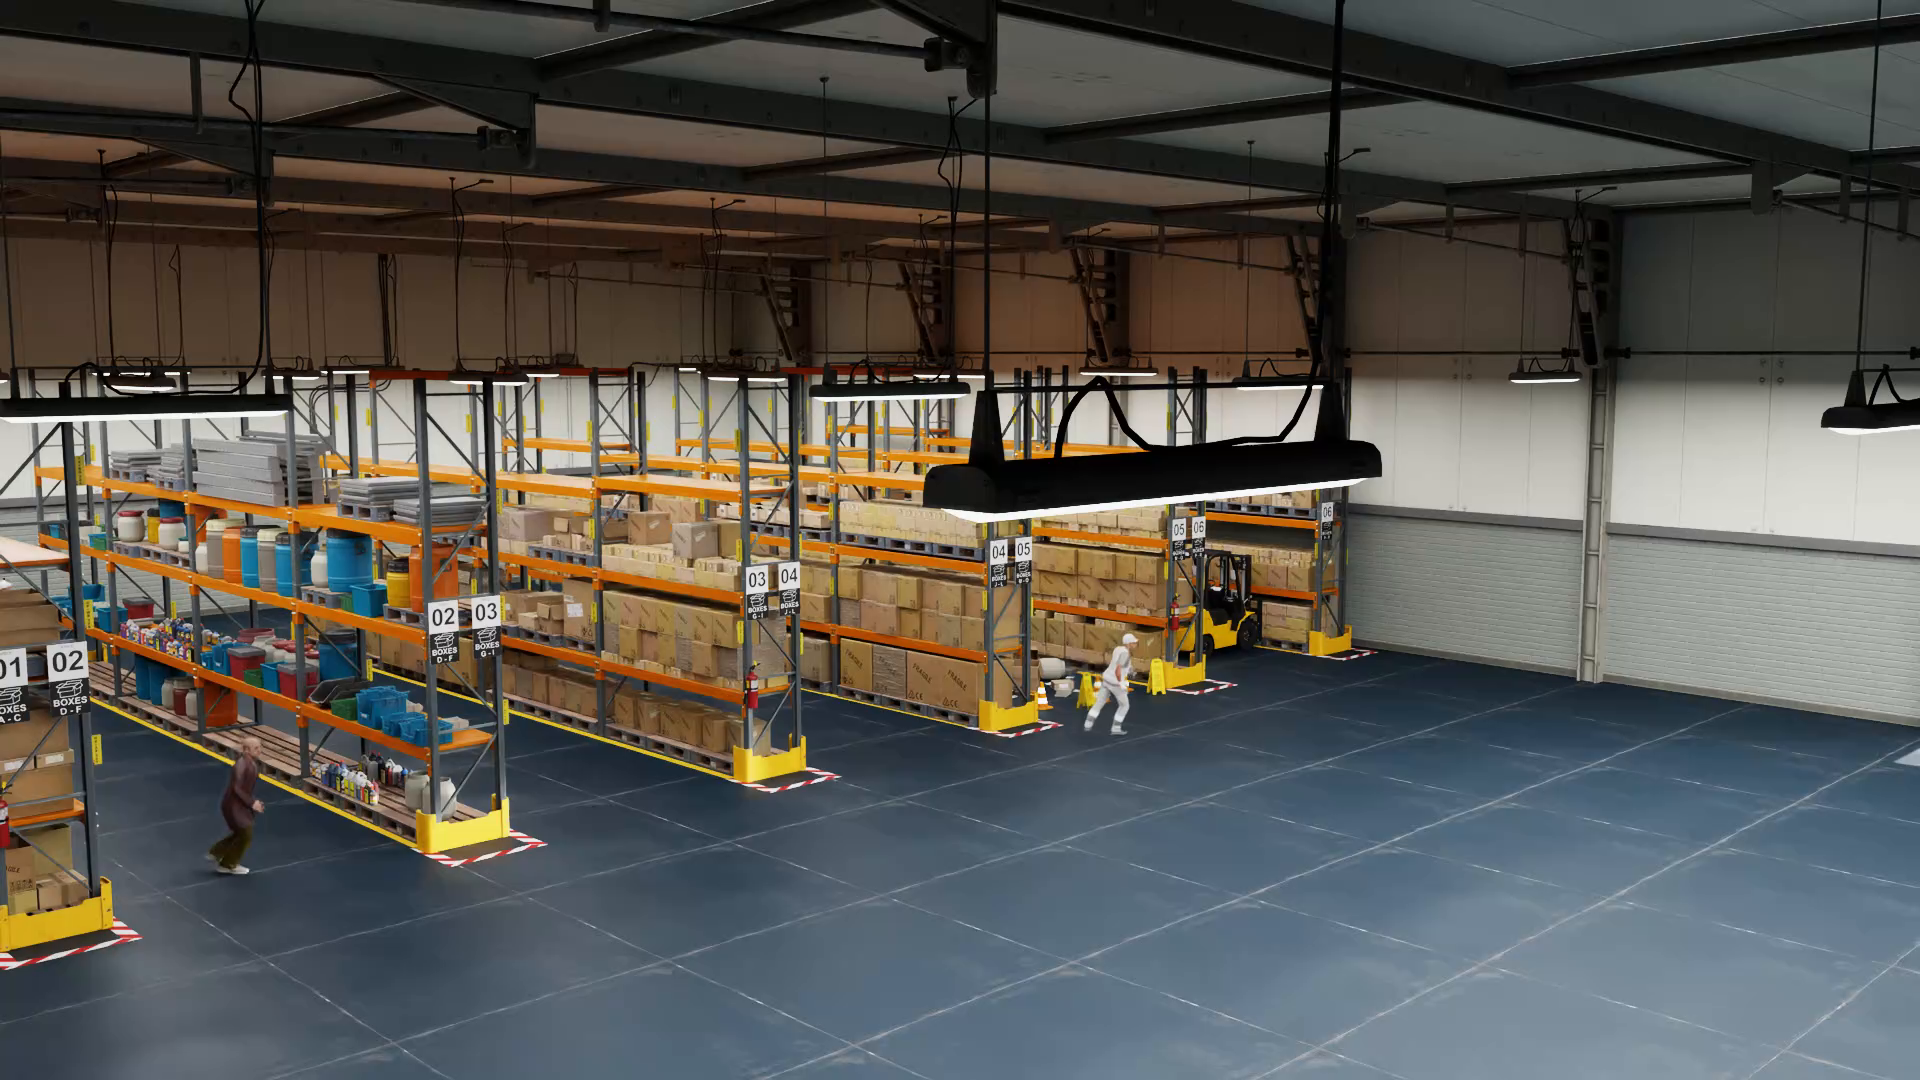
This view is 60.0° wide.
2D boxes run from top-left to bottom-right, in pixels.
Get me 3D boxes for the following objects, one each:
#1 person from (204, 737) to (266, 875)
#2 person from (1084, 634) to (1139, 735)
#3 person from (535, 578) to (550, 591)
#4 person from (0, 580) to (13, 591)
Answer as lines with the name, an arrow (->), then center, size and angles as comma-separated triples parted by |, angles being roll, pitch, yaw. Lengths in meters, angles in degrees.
person -> -8.788, 3.230, 20.113 | 0.786, 1.710, 0.682 | -1, 7, -12
person -> 2.548, 2.389, 27.565 | 0.926, 1.703, 0.697 | -3, 7, -24
person -> -10.636, 0.742, 42.387 | 0.688, 1.651, 0.500 | 2, 7, 15
person -> -19.279, 1.679, 33.655 | 0.568, 1.724, 0.700 | -3, 7, -25
